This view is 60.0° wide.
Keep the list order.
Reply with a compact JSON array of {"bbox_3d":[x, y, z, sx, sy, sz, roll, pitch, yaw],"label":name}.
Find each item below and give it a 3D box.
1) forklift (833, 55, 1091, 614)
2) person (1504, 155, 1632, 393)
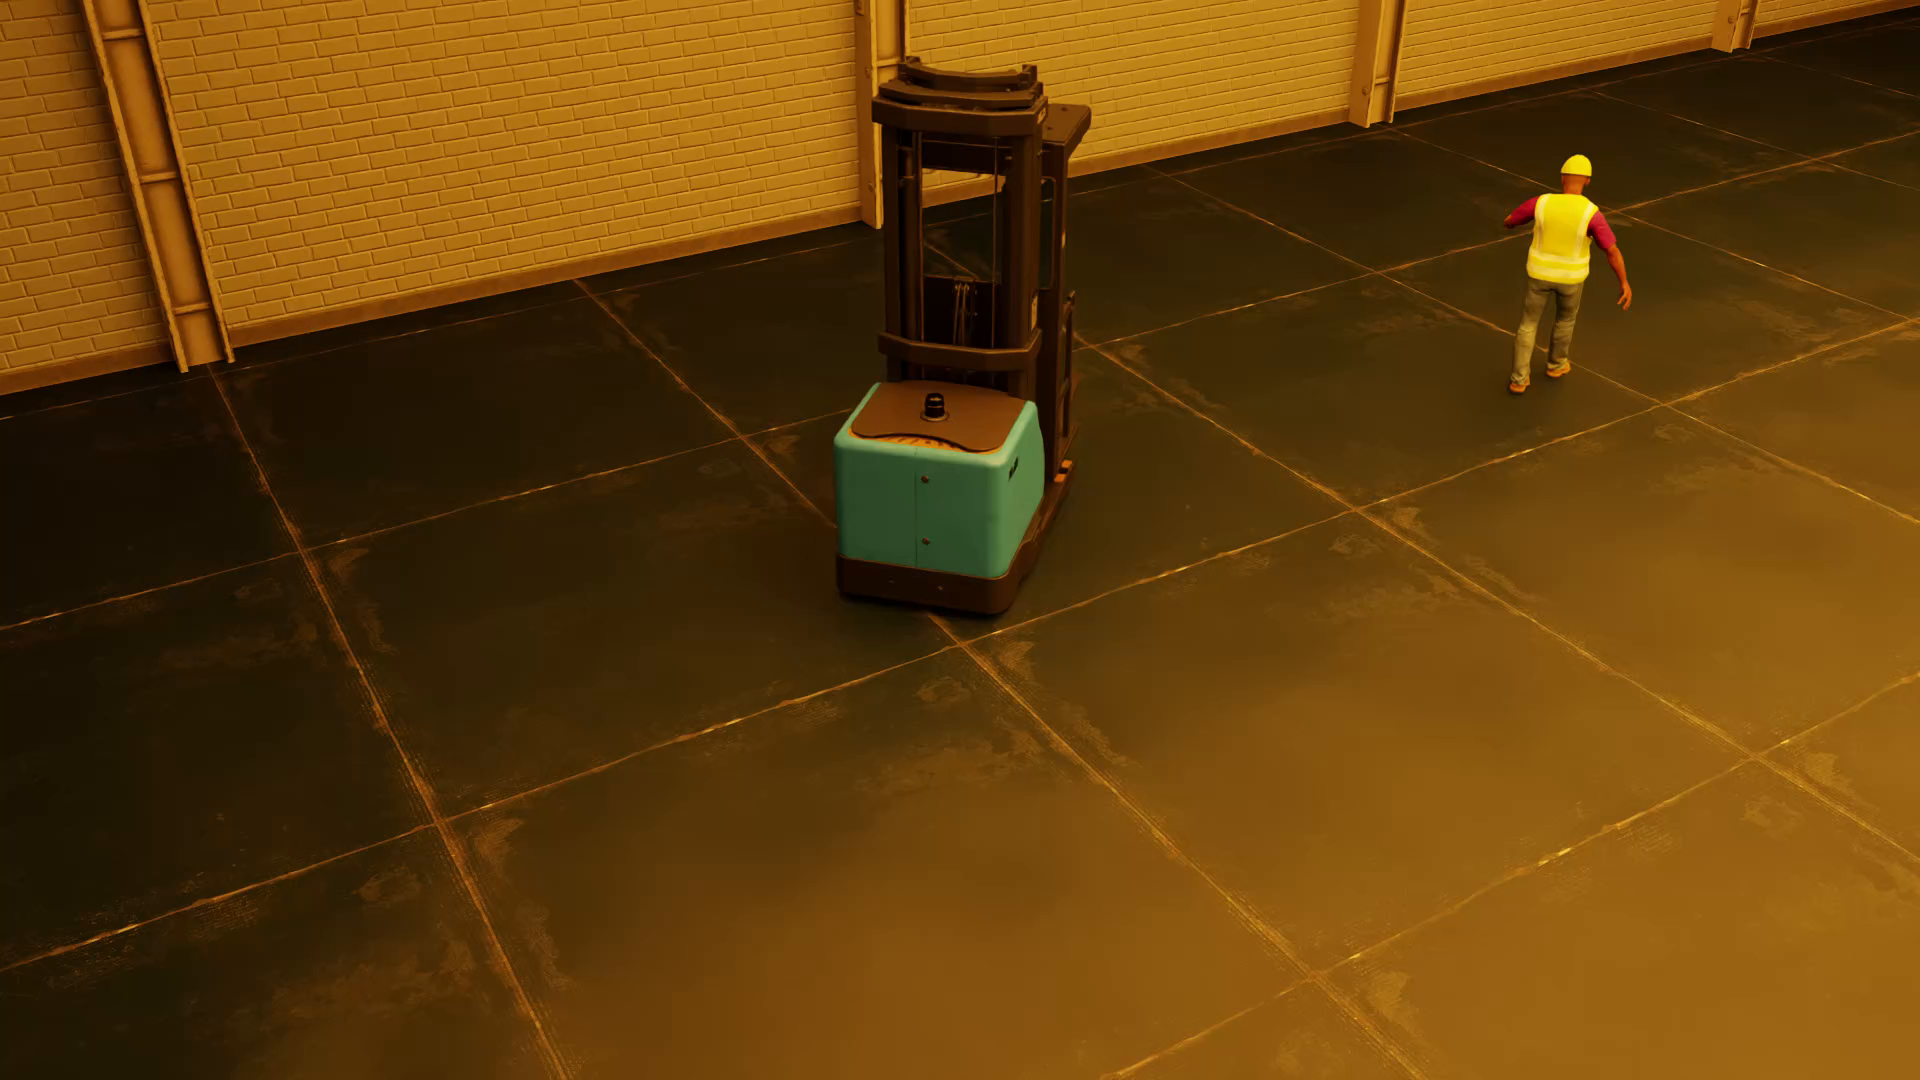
[{"bbox_3d":[0.152,-1.575,10.277,1.130,2.935,3.031,8,32,13],"label":"forklift"},{"bbox_3d":[4.382,-1.950,12.076,1.025,1.742,0.756,15,34,23],"label":"person"}]
